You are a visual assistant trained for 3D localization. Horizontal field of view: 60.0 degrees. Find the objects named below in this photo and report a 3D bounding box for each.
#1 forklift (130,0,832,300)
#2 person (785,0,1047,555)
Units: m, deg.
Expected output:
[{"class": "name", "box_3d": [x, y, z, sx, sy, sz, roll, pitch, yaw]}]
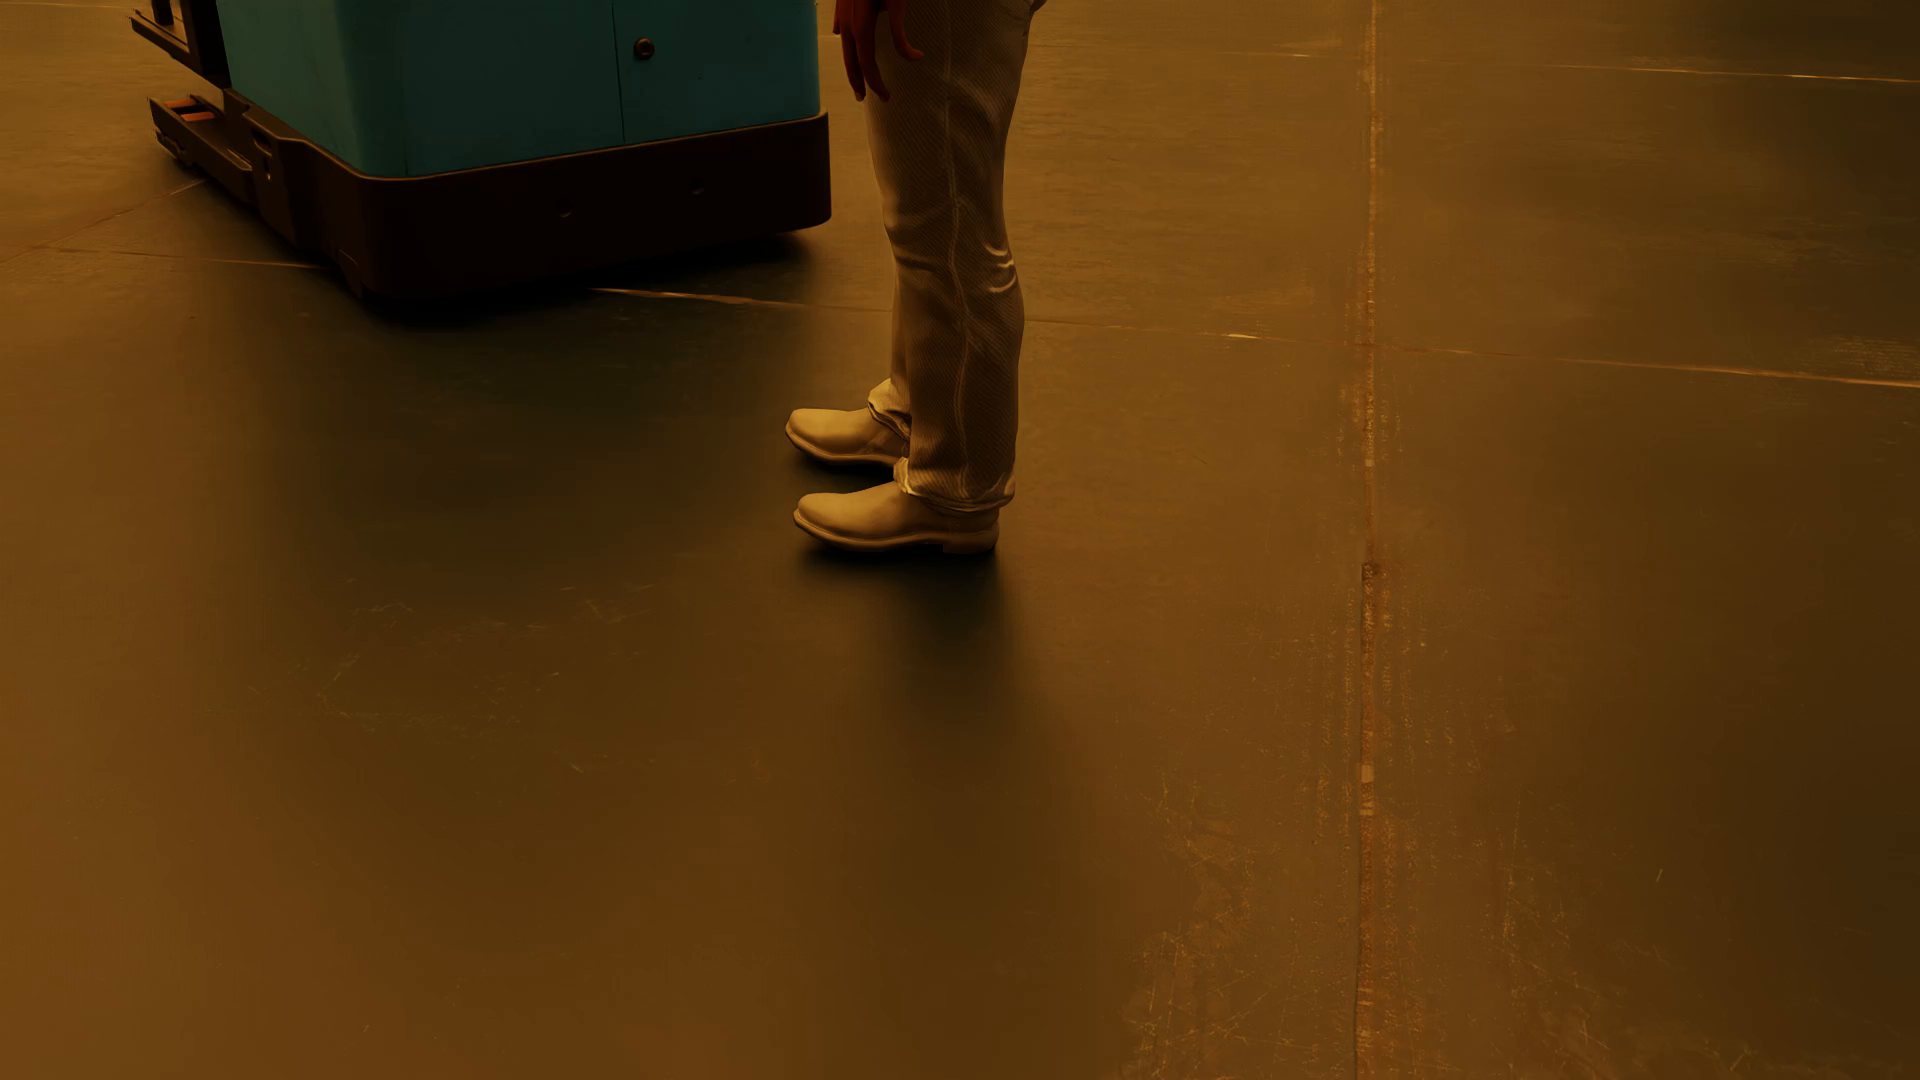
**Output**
[{"class": "forklift", "box_3d": [-1.556, -2.391, 3.986, 1.130, 2.935, 3.031, -18, 32, -31]}, {"class": "person", "box_3d": [-0.066, -0.805, 2.118, 0.576, 1.766, 0.665, 6, 27, 11]}]
